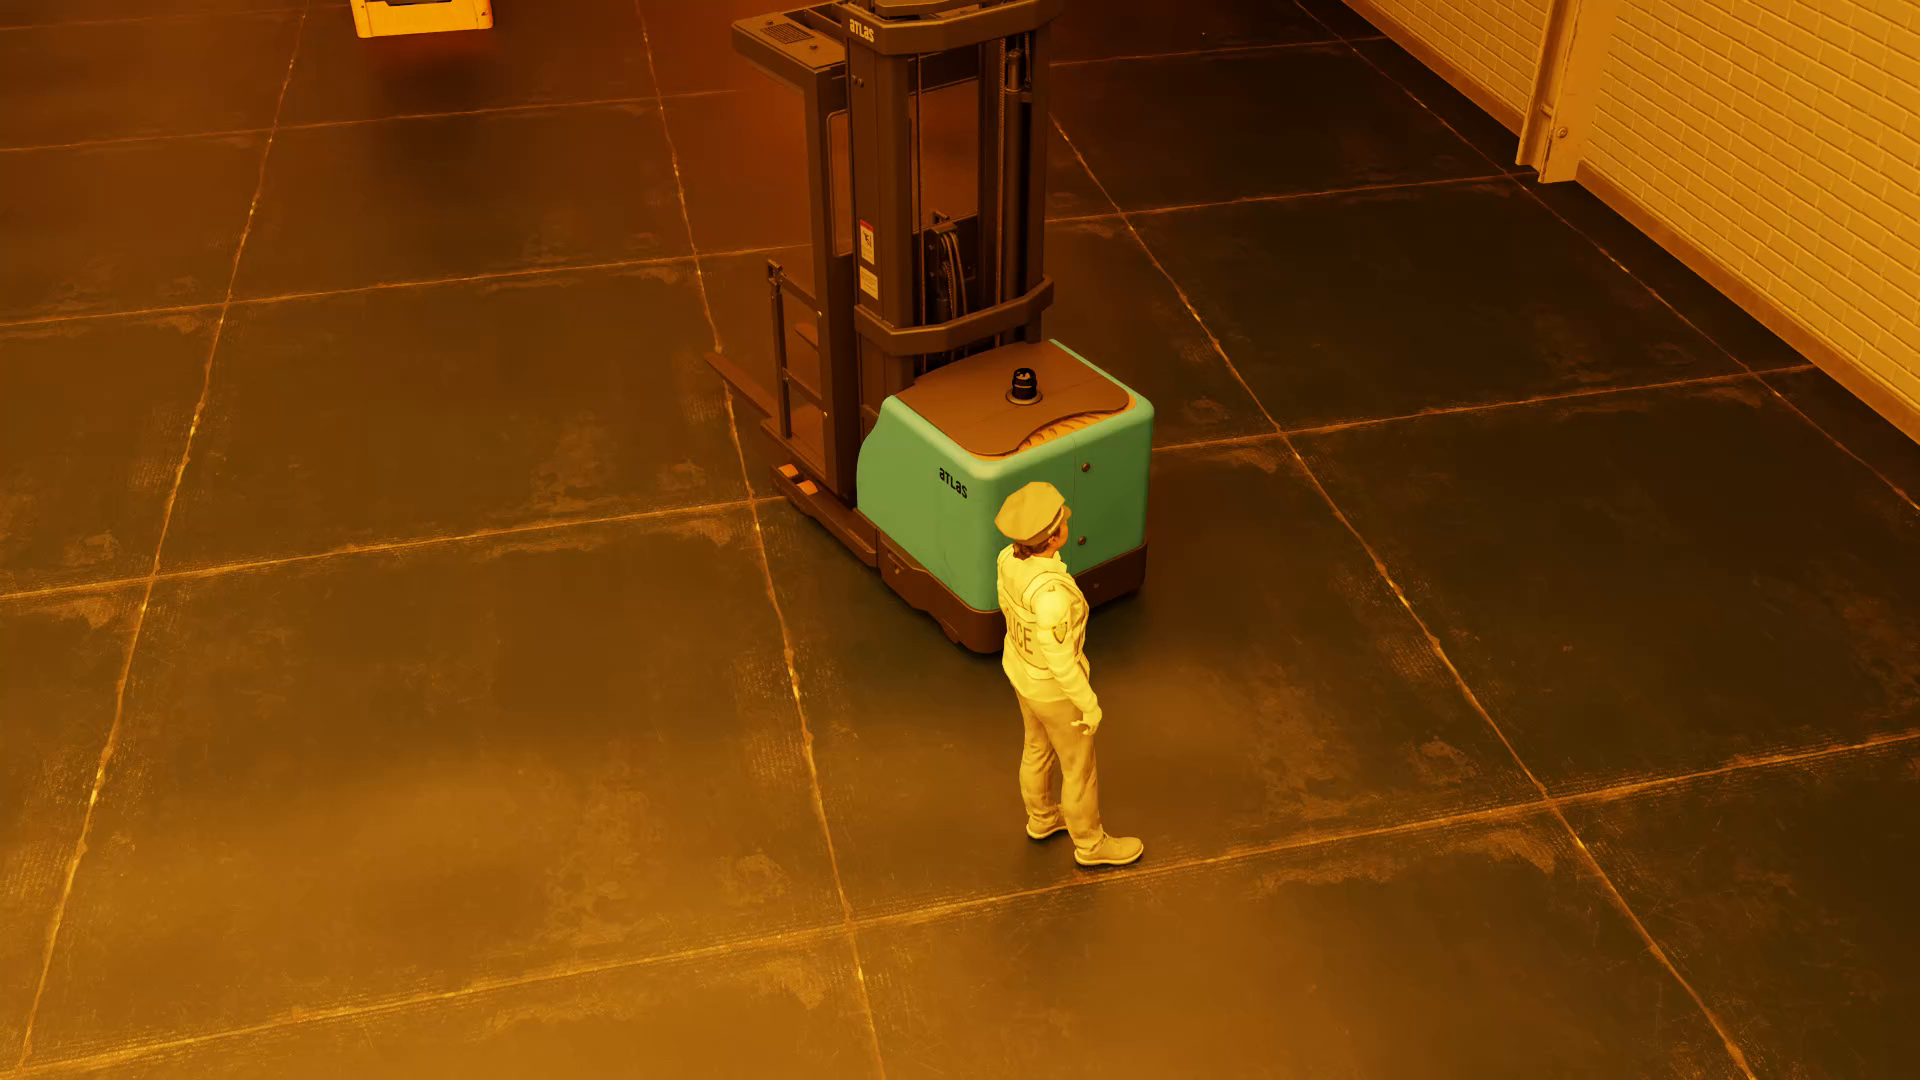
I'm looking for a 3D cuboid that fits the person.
[{"bbox_3d":[0.404,0.509,6.390,0.531,1.694,0.587,-14,38,-19],"label":"person"}]

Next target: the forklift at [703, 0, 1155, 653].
[{"bbox_3d":[-0.350,-1.480,8.107,1.130,2.935,3.031,-22,41,-28],"label":"forklift"}]
